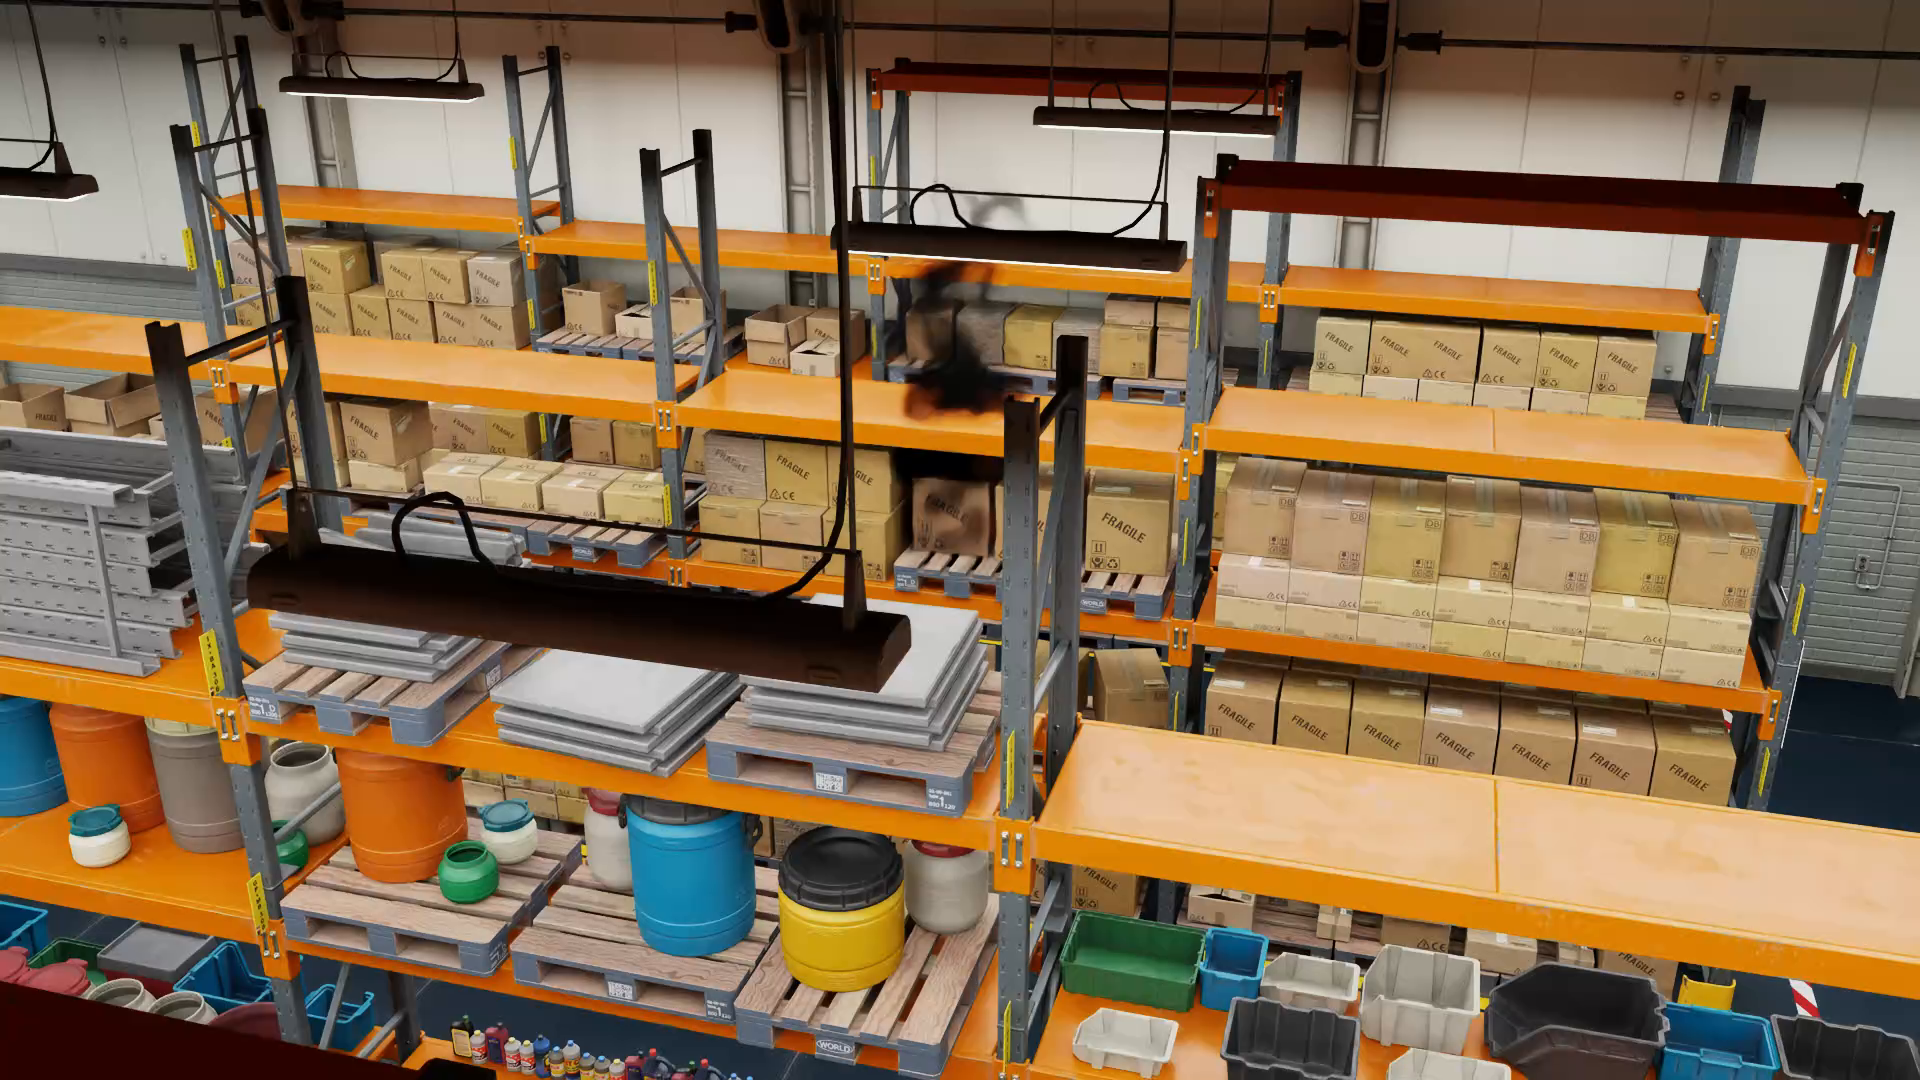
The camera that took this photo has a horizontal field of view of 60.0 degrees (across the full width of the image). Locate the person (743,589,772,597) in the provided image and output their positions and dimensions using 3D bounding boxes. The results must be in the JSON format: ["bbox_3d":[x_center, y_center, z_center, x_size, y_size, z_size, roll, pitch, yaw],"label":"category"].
[{"bbox_3d":[-1.899,1.041,16.010,0.836,1.869,0.735,5,23,13],"label":"person"}]
